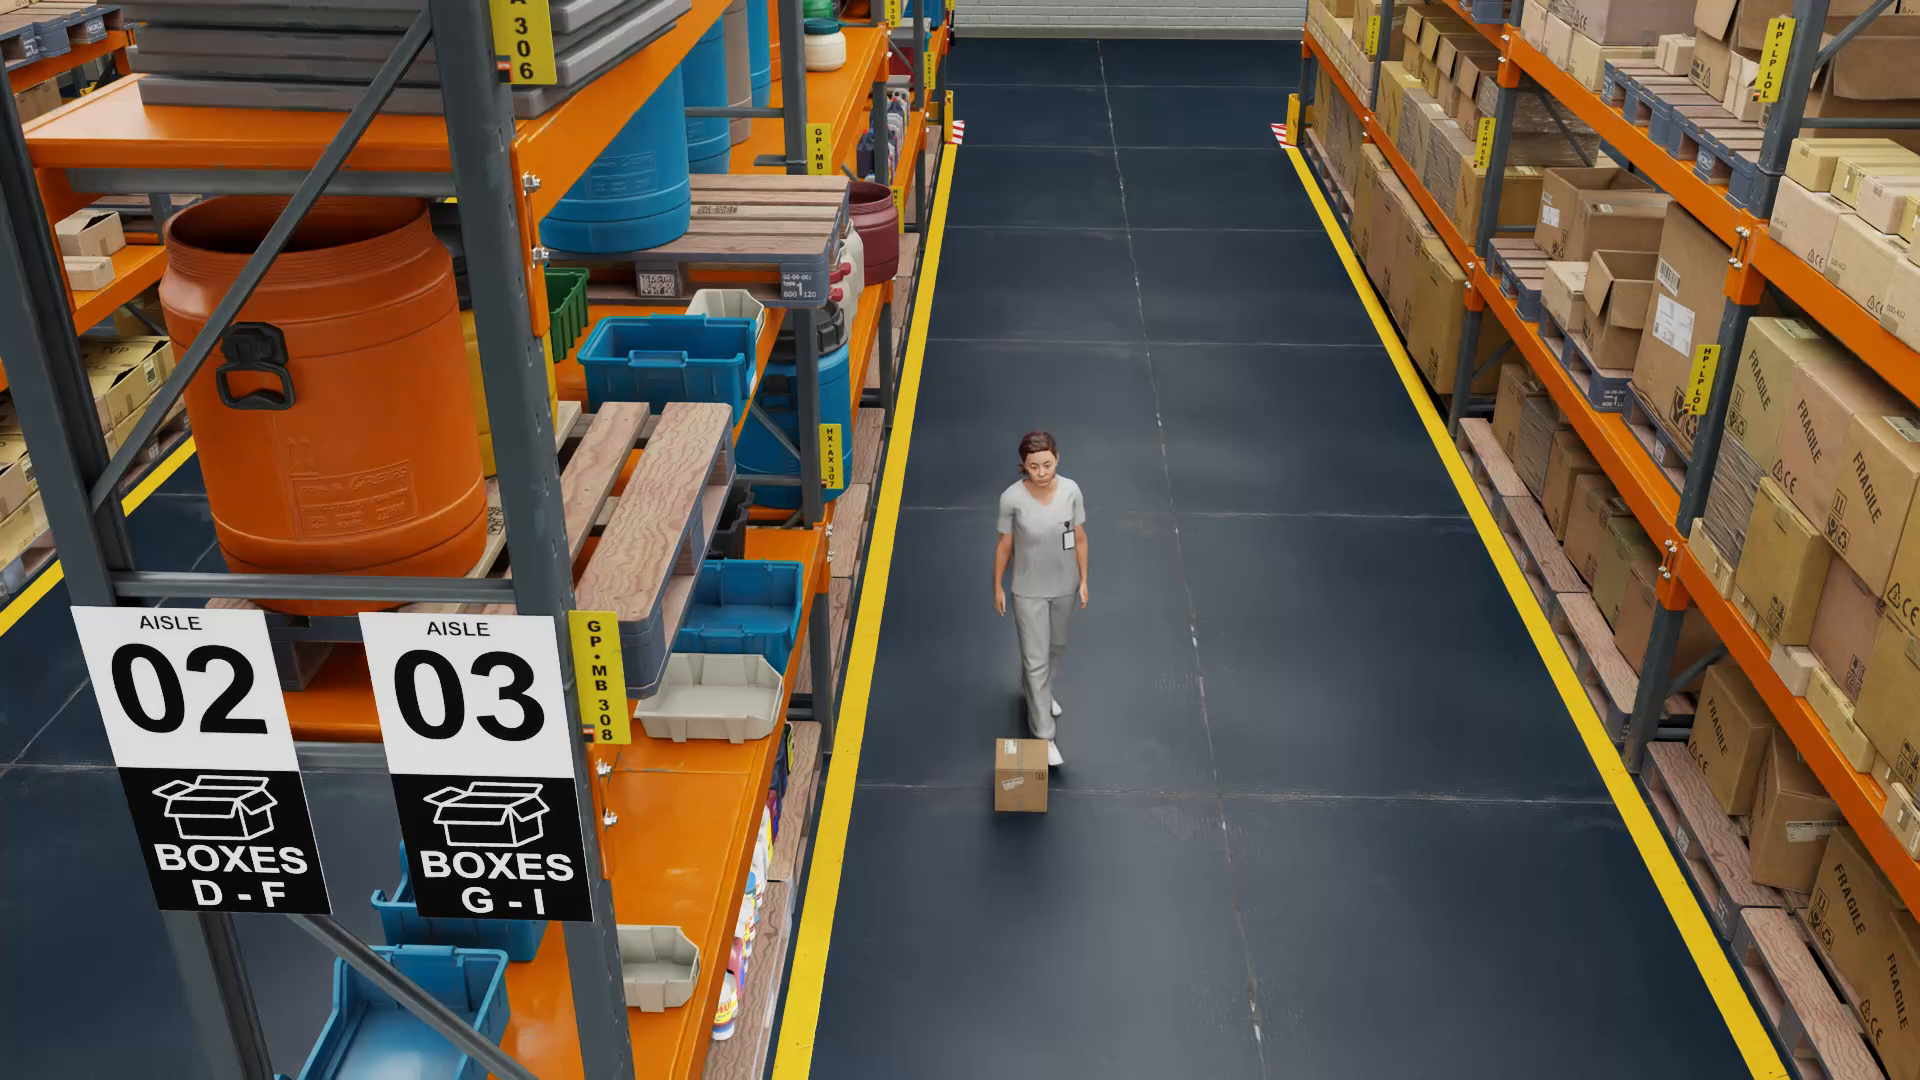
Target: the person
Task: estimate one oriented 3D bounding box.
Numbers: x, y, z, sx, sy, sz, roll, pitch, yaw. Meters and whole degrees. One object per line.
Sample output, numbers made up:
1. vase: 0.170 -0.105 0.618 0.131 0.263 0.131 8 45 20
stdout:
1. person: 0.417 0.253 8.138 0.467 1.664 0.741 -8 29 -15
